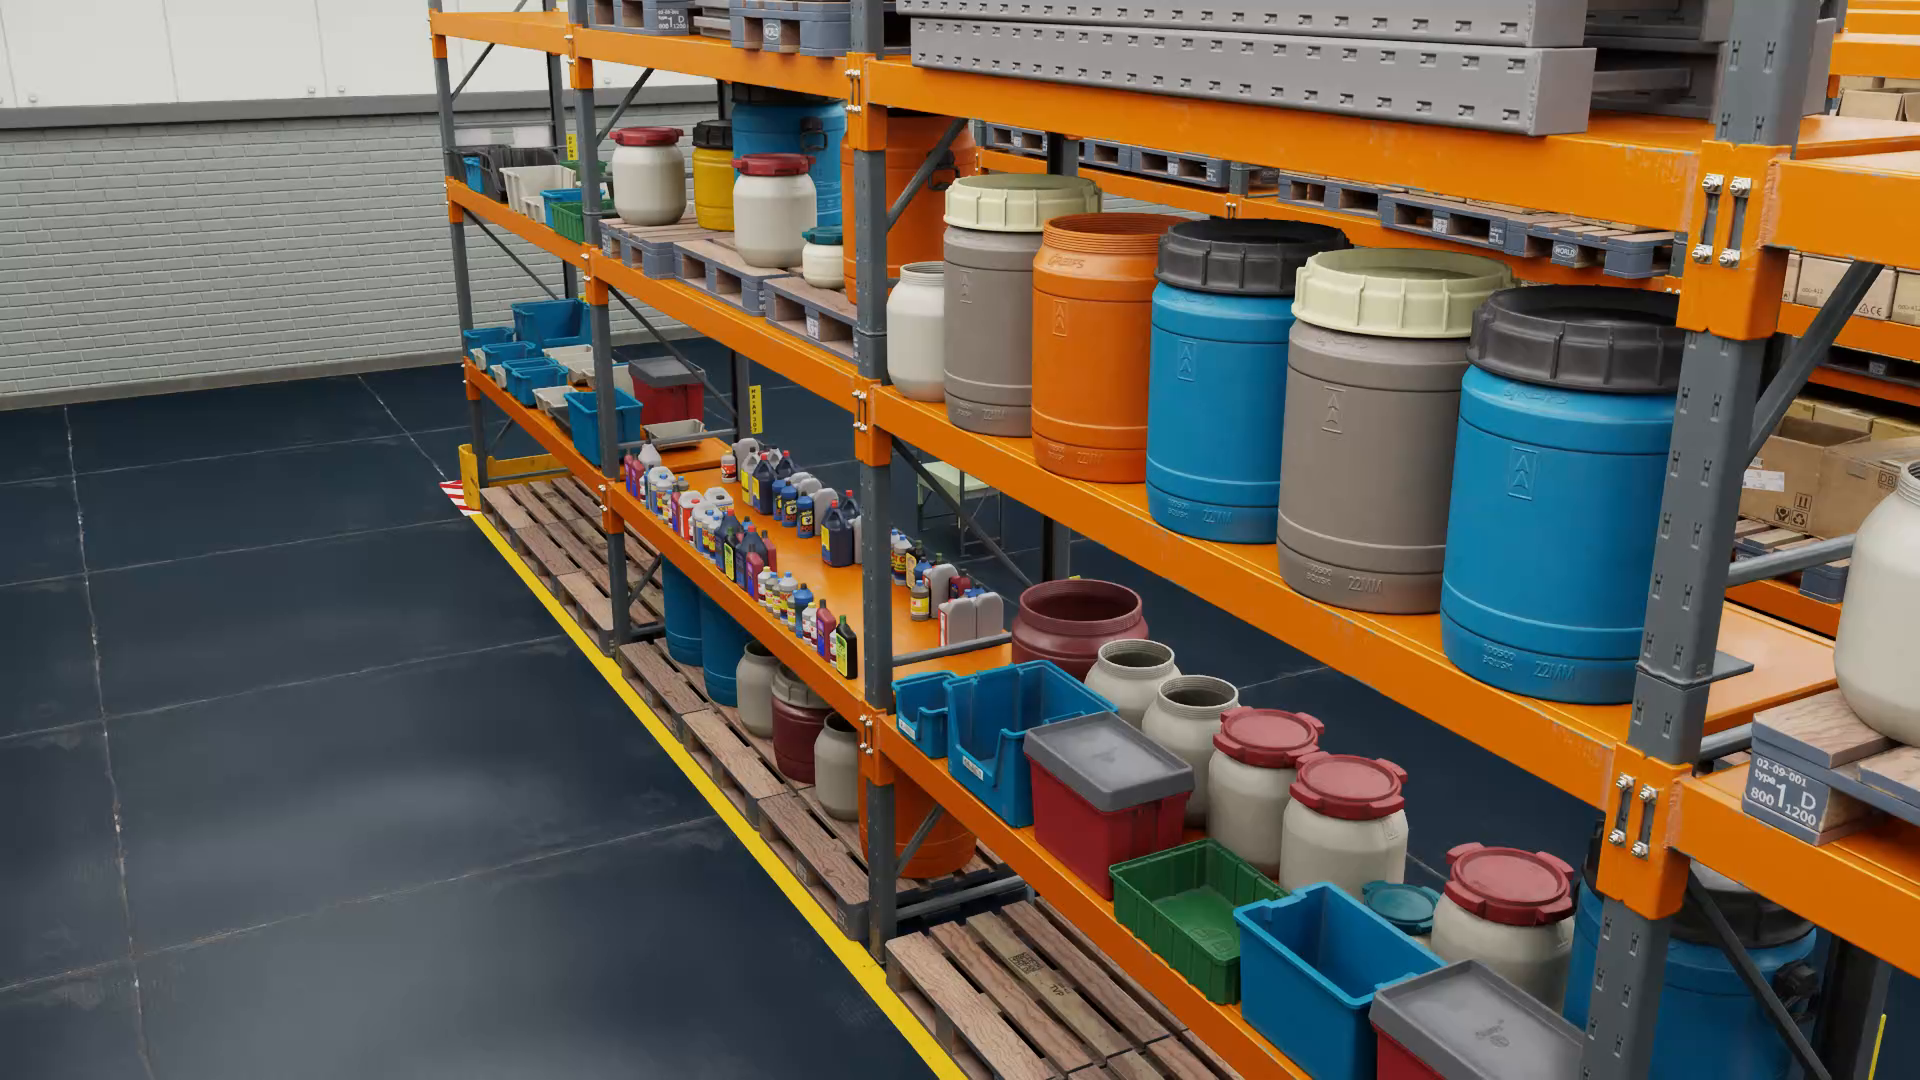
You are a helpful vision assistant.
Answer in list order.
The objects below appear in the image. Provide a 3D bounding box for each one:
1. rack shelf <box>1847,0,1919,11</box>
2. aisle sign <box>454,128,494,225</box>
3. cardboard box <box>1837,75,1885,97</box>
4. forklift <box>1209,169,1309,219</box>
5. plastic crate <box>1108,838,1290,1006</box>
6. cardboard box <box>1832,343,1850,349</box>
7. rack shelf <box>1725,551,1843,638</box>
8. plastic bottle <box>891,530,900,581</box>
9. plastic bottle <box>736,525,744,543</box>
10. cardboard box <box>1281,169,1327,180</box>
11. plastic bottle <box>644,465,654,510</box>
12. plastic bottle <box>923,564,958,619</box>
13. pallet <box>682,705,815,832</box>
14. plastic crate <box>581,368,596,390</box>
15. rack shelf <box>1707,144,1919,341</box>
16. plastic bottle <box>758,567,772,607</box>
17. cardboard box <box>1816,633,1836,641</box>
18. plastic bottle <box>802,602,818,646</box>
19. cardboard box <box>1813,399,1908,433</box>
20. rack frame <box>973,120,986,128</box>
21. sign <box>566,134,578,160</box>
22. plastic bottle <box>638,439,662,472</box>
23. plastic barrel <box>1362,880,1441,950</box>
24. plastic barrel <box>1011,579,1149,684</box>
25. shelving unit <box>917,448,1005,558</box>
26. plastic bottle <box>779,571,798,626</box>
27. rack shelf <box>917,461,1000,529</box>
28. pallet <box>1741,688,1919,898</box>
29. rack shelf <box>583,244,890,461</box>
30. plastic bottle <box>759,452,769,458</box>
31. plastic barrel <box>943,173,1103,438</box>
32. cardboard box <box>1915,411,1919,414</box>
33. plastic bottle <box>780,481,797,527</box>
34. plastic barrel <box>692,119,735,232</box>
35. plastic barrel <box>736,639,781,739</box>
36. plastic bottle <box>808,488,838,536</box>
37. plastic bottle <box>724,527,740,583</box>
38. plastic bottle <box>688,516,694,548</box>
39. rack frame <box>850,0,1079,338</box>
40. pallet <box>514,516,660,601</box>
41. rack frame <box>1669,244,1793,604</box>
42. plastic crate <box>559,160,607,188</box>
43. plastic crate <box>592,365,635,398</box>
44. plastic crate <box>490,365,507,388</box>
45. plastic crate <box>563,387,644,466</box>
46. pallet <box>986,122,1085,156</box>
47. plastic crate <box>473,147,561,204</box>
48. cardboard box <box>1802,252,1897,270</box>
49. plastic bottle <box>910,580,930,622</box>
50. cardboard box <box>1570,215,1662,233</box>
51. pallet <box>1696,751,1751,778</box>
[{"bbox_3d":[10.269,-5.839,18.472,1.077,0.370,4.000,-10,21,-27],"label":"rack shelf"},{"bbox_3d":[-4.056,-3.007,13.762,0.394,0.787,0.004,-10,21,-27],"label":"aisle sign"},{"bbox_3d":[10.145,-5.215,18.597,0.500,0.500,0.500,-10,21,-26],"label":"cardboard box"},{"bbox_3d":[3.224,-2.583,16.624,1.130,2.935,3.031,-10,22,-28],"label":"forklift"},{"bbox_3d":[0.862,1.285,5.634,0.450,0.188,0.662,-10,21,-27],"label":"plastic crate"},{"bbox_3d":[7.318,-1.683,13.652,0.380,0.149,0.250,-10,22,-28],"label":"cardboard box"},{"bbox_3d":[5.347,0.640,8.281,1.077,0.370,4.000,-10,21,-27],"label":"rack shelf"},{"bbox_3d":[-0.353,0.077,9.008,0.097,0.271,0.097,0,19,0],"label":"plastic bottle"},{"bbox_3d":[-1.170,0.069,9.012,0.061,0.283,0.133,-10,21,-27],"label":"plastic bottle"},{"bbox_3d":[2.782,-2.921,12.103,0.700,0.500,0.500,-9,21,-25],"label":"cardboard box"},{"bbox_3d":[-1.882,-0.327,10.177,0.097,0.271,0.097,0,19,0],"label":"plastic bottle"},{"bbox_3d":[-0.103,0.244,8.515,0.152,0.276,0.135,-10,21,-27],"label":"plastic bottle"},{"bbox_3d":[-0.948,1.241,9.710,1.003,0.211,1.213,-10,21,-27],"label":"pallet"},{"bbox_3d":[-2.779,-1.258,12.990,0.298,0.136,0.250,-10,21,-27],"label":"plastic crate"},{"bbox_3d":[2.887,-0.092,1.817,1.077,0.370,4.000,-10,21,-27],"label":"rack shelf"},{"bbox_3d":[-1.001,0.239,8.645,0.097,0.201,0.097,0,19,0],"label":"plastic bottle"},{"bbox_3d":[5.002,0.683,9.061,0.500,0.250,0.500,-7,20,-21],"label":"cardboard box"},{"bbox_3d":[-0.724,0.407,8.159,0.097,0.201,0.097,0,19,0],"label":"plastic bottle"},{"bbox_3d":[7.522,-0.981,13.913,0.500,0.250,0.500,-9,21,-25],"label":"cardboard box"},{"bbox_3d":[0.598,-5.407,15.505,1.000,3.000,0.127,-10,21,-27],"label":"rack frame"},{"bbox_3d":[-3.284,-3.262,14.048,0.100,0.325,0.005,-10,21,-27],"label":"sign"},{"bbox_3d":[-1.960,-0.469,10.468,0.144,0.351,0.185,-10,21,-27],"label":"plastic bottle"},{"bbox_3d":[1.444,1.303,5.469,0.301,0.262,0.301,0,19,0],"label":"plastic barrel"},{"bbox_3d":[0.525,0.515,7.332,0.600,0.536,0.708,-10,21,-27],"label":"plastic barrel"},{"bbox_3d":[0.003,-0.707,13.381,0.431,1.500,0.755,-10,21,-27],"label":"shelving unit"},{"bbox_3d":[-0.863,0.290,8.391,0.097,0.271,0.097,0,19,0],"label":"plastic bottle"},{"bbox_3d":[0.003,-0.399,13.488,0.431,0.370,0.720,-10,21,-27],"label":"rack shelf"},{"bbox_3d":[2.366,0.504,3.262,1.213,0.211,1.003,-10,21,-27],"label":"pallet"},{"bbox_3d":[-0.912,-1.159,8.896,1.077,0.370,4.000,-10,21,-27],"label":"rack shelf"},{"bbox_3d":[-1.216,-0.429,10.466,0.152,0.276,0.135,-10,21,-27],"label":"plastic bottle"},{"bbox_3d":[0.237,-0.893,6.253,0.600,0.901,0.600,0,19,0],"label":"plastic barrel"},{"bbox_3d":[8.231,-0.910,13.709,0.500,0.250,0.500,-10,21,-26],"label":"cardboard box"},{"bbox_3d":[-1.014,-0.219,9.864,0.097,0.271,0.097,0,19,0],"label":"plastic bottle"},{"bbox_3d":[-1.249,-2.130,9.676,0.600,0.588,0.600,0,19,0],"label":"plastic barrel"},{"bbox_3d":[-1.092,0.860,9.710,0.421,0.512,0.421,0,19,0],"label":"plastic barrel"},{"bbox_3d":[-0.803,-0.179,9.741,0.152,0.276,0.135,-10,21,-27],"label":"plastic bottle"},{"bbox_3d":[-1.223,0.078,8.984,0.061,0.283,0.133,-10,21,-27],"label":"plastic bottle"},{"bbox_3d":[-1.506,-0.066,9.530,0.097,0.201,0.097,0,19,0],"label":"plastic bottle"},{"bbox_3d":[0.038,-2.343,6.626,1.000,3.000,0.127,-10,21,-27],"label":"rack frame"},{"bbox_3d":[-2.828,0.107,12.998,1.003,0.211,1.213,-10,21,-27],"label":"pallet"},{"bbox_3d":[4.397,-0.274,9.828,1.000,3.000,0.127,-10,21,-27],"label":"rack frame"},{"bbox_3d":[-3.041,-2.883,13.113,0.450,0.188,0.336,-10,21,-27],"label":"plastic crate"},{"bbox_3d":[-2.424,-1.095,12.295,0.437,0.282,0.530,-10,21,-27],"label":"plastic crate"},{"bbox_3d":[-3.532,-1.286,13.072,0.250,0.136,0.298,-10,21,-27],"label":"plastic crate"},{"bbox_3d":[-2.383,-0.757,11.160,0.392,0.384,0.575,-10,21,-27],"label":"plastic crate"},{"bbox_3d":[0.960,-3.736,15.396,1.003,0.211,1.213,-10,21,-27],"label":"pallet"},{"bbox_3d":[-3.277,-2.711,12.386,0.504,0.338,0.767,-10,21,-27],"label":"plastic crate"},{"bbox_3d":[4.631,-1.655,8.311,0.500,0.500,0.500,-10,21,-26],"label":"cardboard box"},{"bbox_3d":[-0.204,0.304,8.455,0.097,0.201,0.097,0,19,0],"label":"plastic bottle"},{"bbox_3d":[4.044,-2.104,9.728,0.797,0.503,0.637,-9,21,-23],"label":"cardboard box"},{"bbox_3d":[4.767,1.268,9.632,1.003,0.211,1.213,-10,21,-27],"label":"pallet"}]
